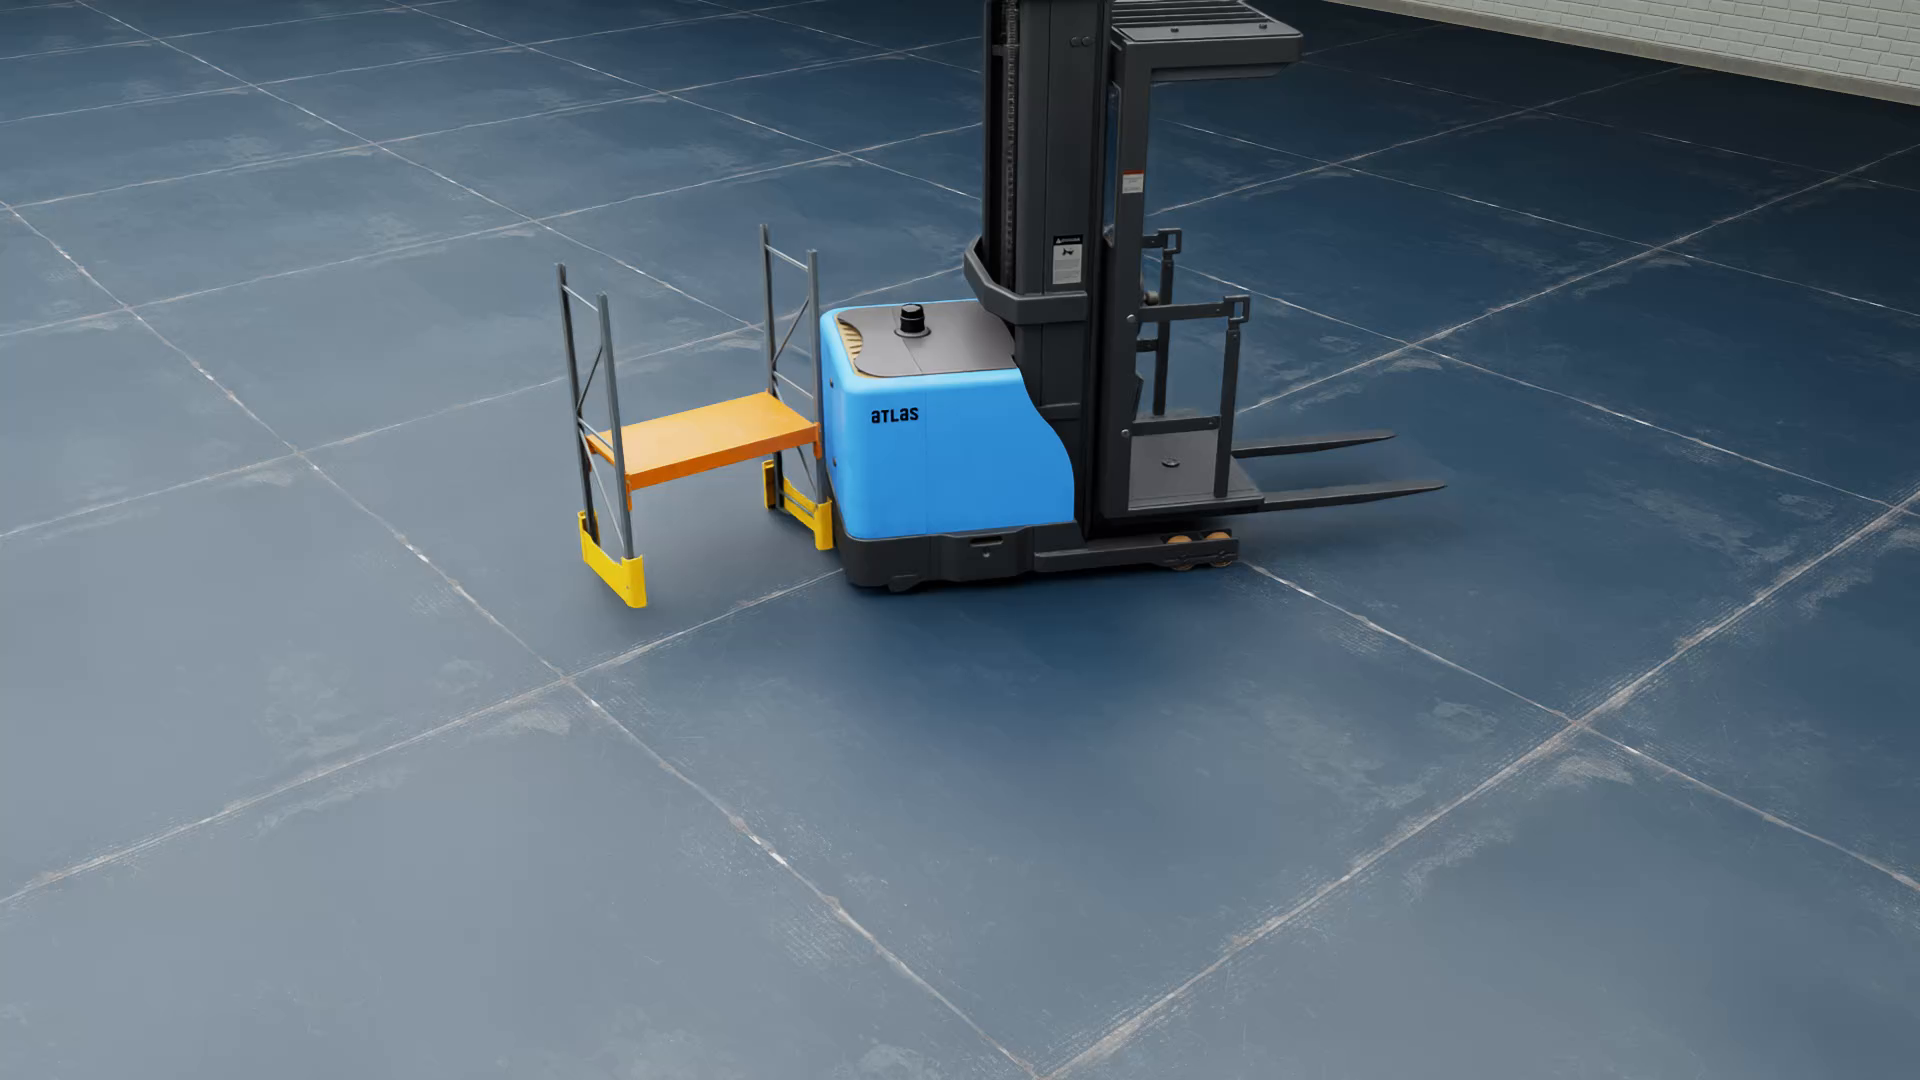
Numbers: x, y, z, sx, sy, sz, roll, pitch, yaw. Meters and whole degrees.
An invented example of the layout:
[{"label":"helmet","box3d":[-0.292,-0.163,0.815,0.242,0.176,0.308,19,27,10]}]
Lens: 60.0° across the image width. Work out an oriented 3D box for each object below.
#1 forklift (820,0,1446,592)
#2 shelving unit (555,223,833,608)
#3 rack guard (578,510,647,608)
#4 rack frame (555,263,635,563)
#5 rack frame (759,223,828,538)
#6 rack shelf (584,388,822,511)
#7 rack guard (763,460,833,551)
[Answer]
[{"label":"forklift","box3d":[0.876,-1.384,7.729,3.031,2.935,1.130,-5,29,-10]},{"label":"shelving unit","box3d":[-1.226,-0.599,7.780,1.083,1.500,0.587,-18,33,-30]},{"label":"rack guard","box3d":[-1.638,0.083,7.829,0.087,0.250,0.587,-18,33,-30]},{"label":"rack frame","box3d":[-1.639,-0.467,7.533,0.032,1.500,0.500,-18,33,-30]},{"label":"rack frame","box3d":[-0.797,-0.736,8.036,0.032,1.500,0.500,-18,33,-30]},{"label":"rack shelf","box3d":[-1.218,-0.443,7.869,1.000,0.185,0.538,-18,33,-30]},{"label":"rack guard","box3d":[-0.813,-0.179,8.321,0.087,0.250,0.587,-18,33,-30]}]
